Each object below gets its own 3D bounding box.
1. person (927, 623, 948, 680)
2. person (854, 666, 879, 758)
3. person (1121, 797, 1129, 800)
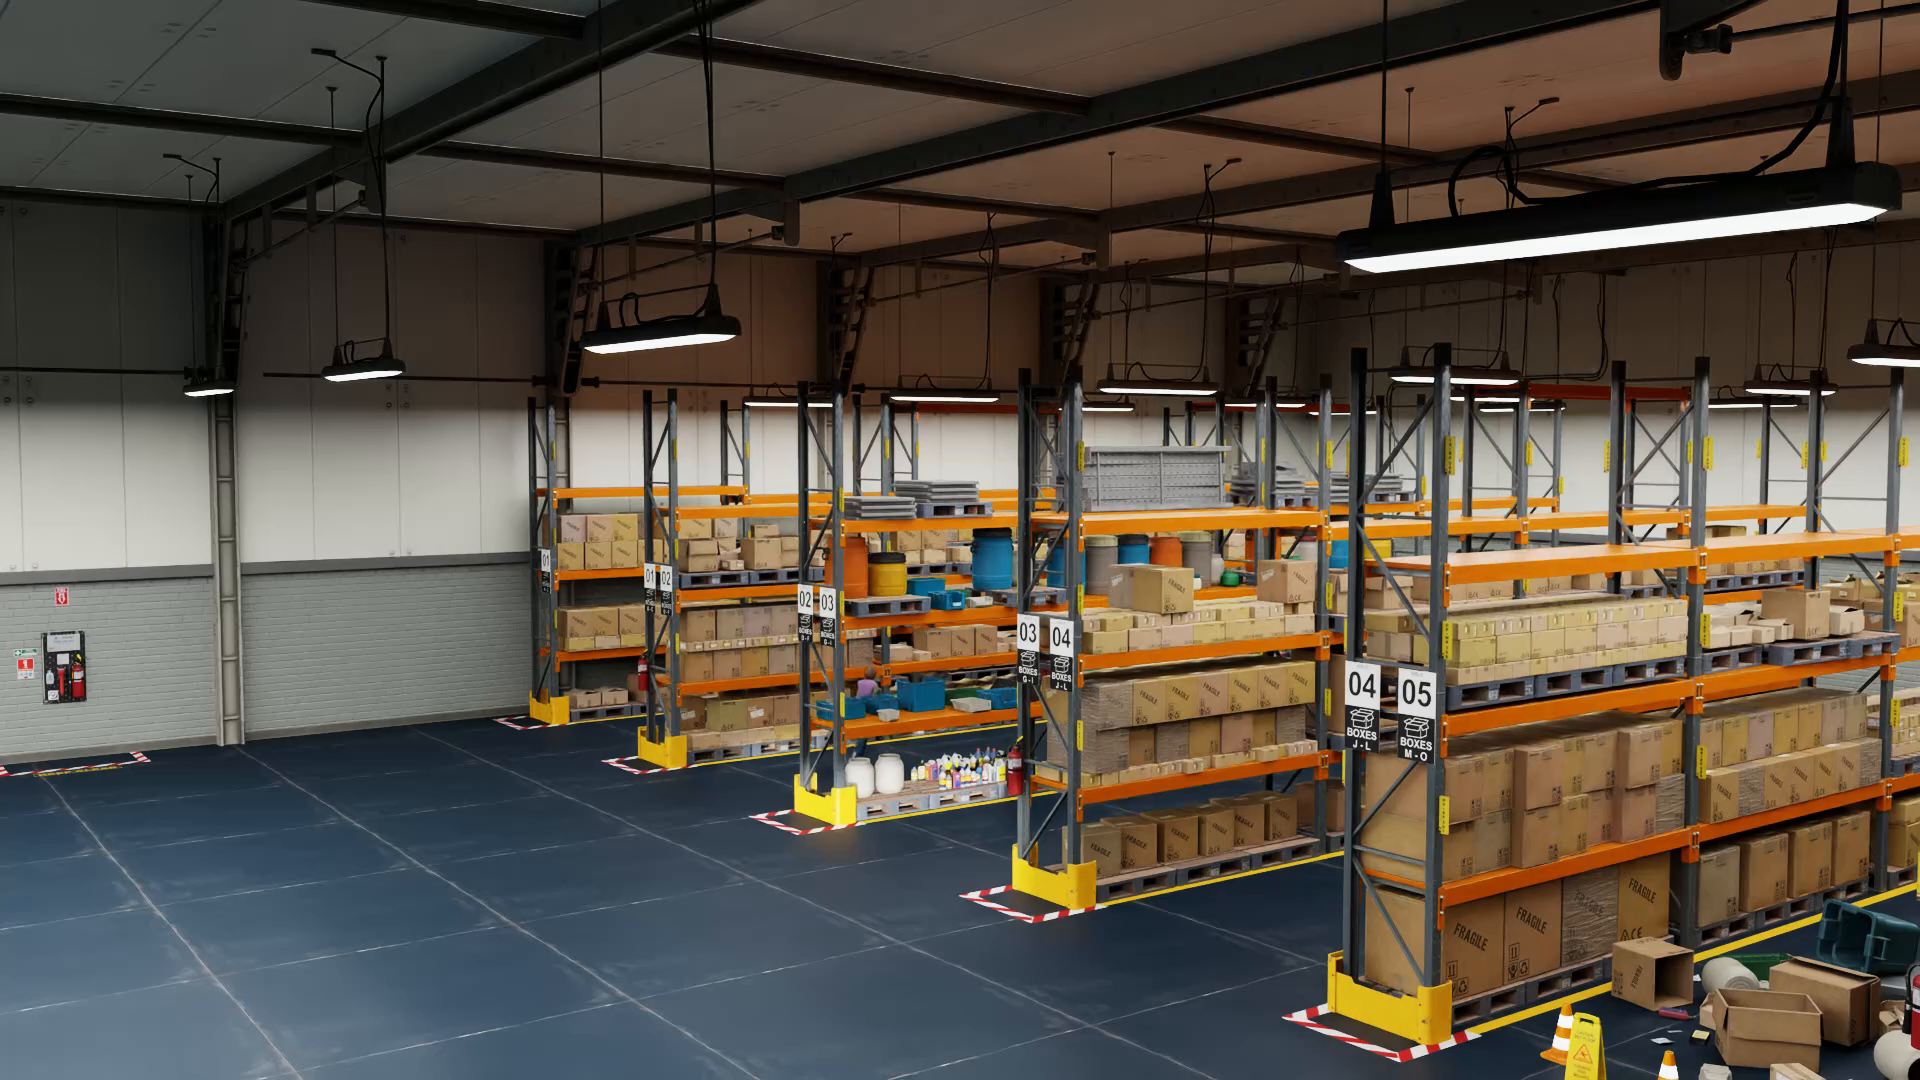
[{"bbox_3d":[-0.521,2.249,32.716,0.551,1.555,0.564,-2,4,-25],"label":"person"},{"bbox_3d":[-1.489,2.796,26.413,0.448,1.604,0.441,-3,5,-42],"label":"person"},{"bbox_3d":[2.262,2.921,23.969,0.592,1.823,0.481,3,5,44],"label":"person"}]
